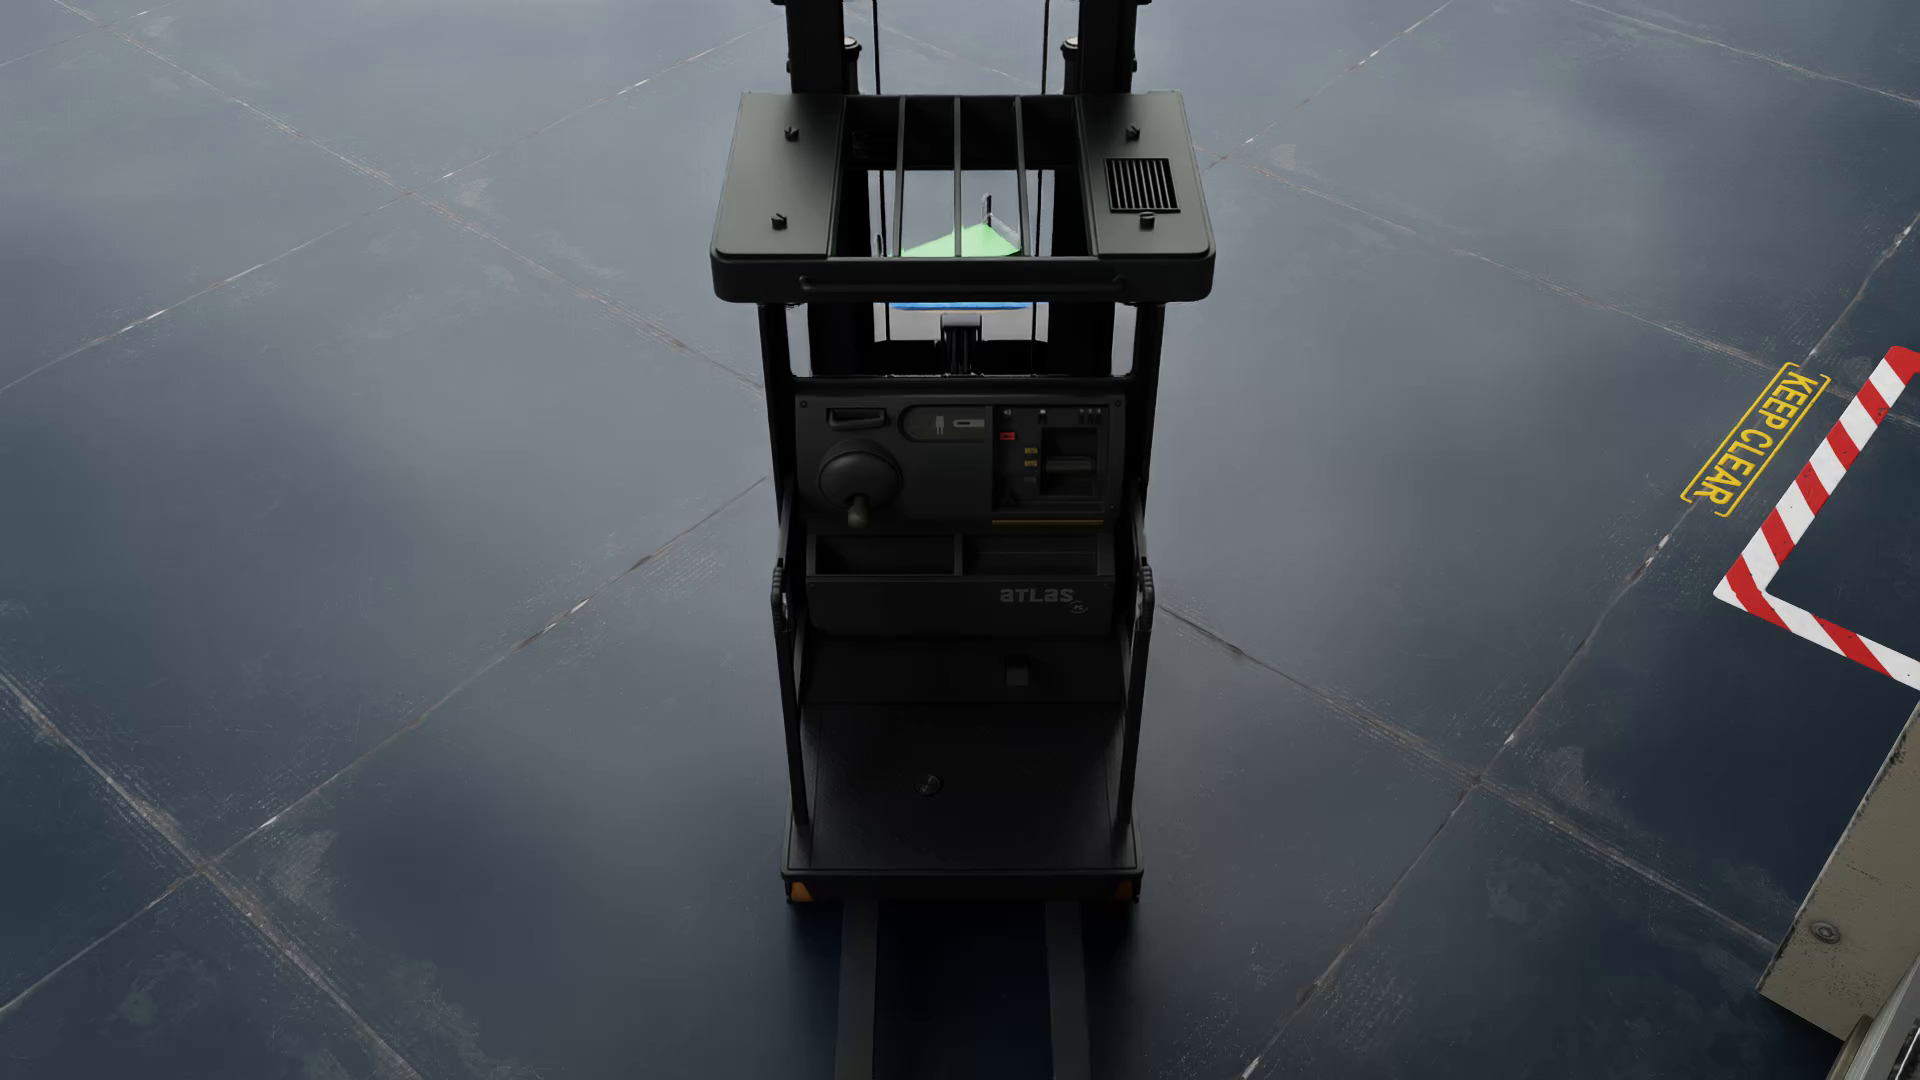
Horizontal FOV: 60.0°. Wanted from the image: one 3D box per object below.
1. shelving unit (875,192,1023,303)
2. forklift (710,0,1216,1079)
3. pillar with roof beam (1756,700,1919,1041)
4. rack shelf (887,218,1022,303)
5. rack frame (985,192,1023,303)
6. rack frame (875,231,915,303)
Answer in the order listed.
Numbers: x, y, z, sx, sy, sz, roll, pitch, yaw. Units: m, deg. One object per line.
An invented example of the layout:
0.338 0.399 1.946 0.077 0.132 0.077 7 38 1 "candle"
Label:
-0.033 -0.700 6.459 0.503 1.200 0.258 -25 48 -25 "shelving unit"
0.005 -0.145 4.561 1.130 2.935 3.031 0 42 0 "forklift"
-0.626 -3.857 4.133 9.100 9.000 0.400 29 50 28 "pillar with roof beam"
-0.033 -1.008 6.179 0.480 0.148 0.258 -25 48 -25 "rack shelf"
0.168 -0.793 6.560 0.015 1.200 0.240 -25 48 -25 "rack frame"
-0.235 -0.608 6.357 0.015 1.200 0.240 -25 48 -25 "rack frame"
